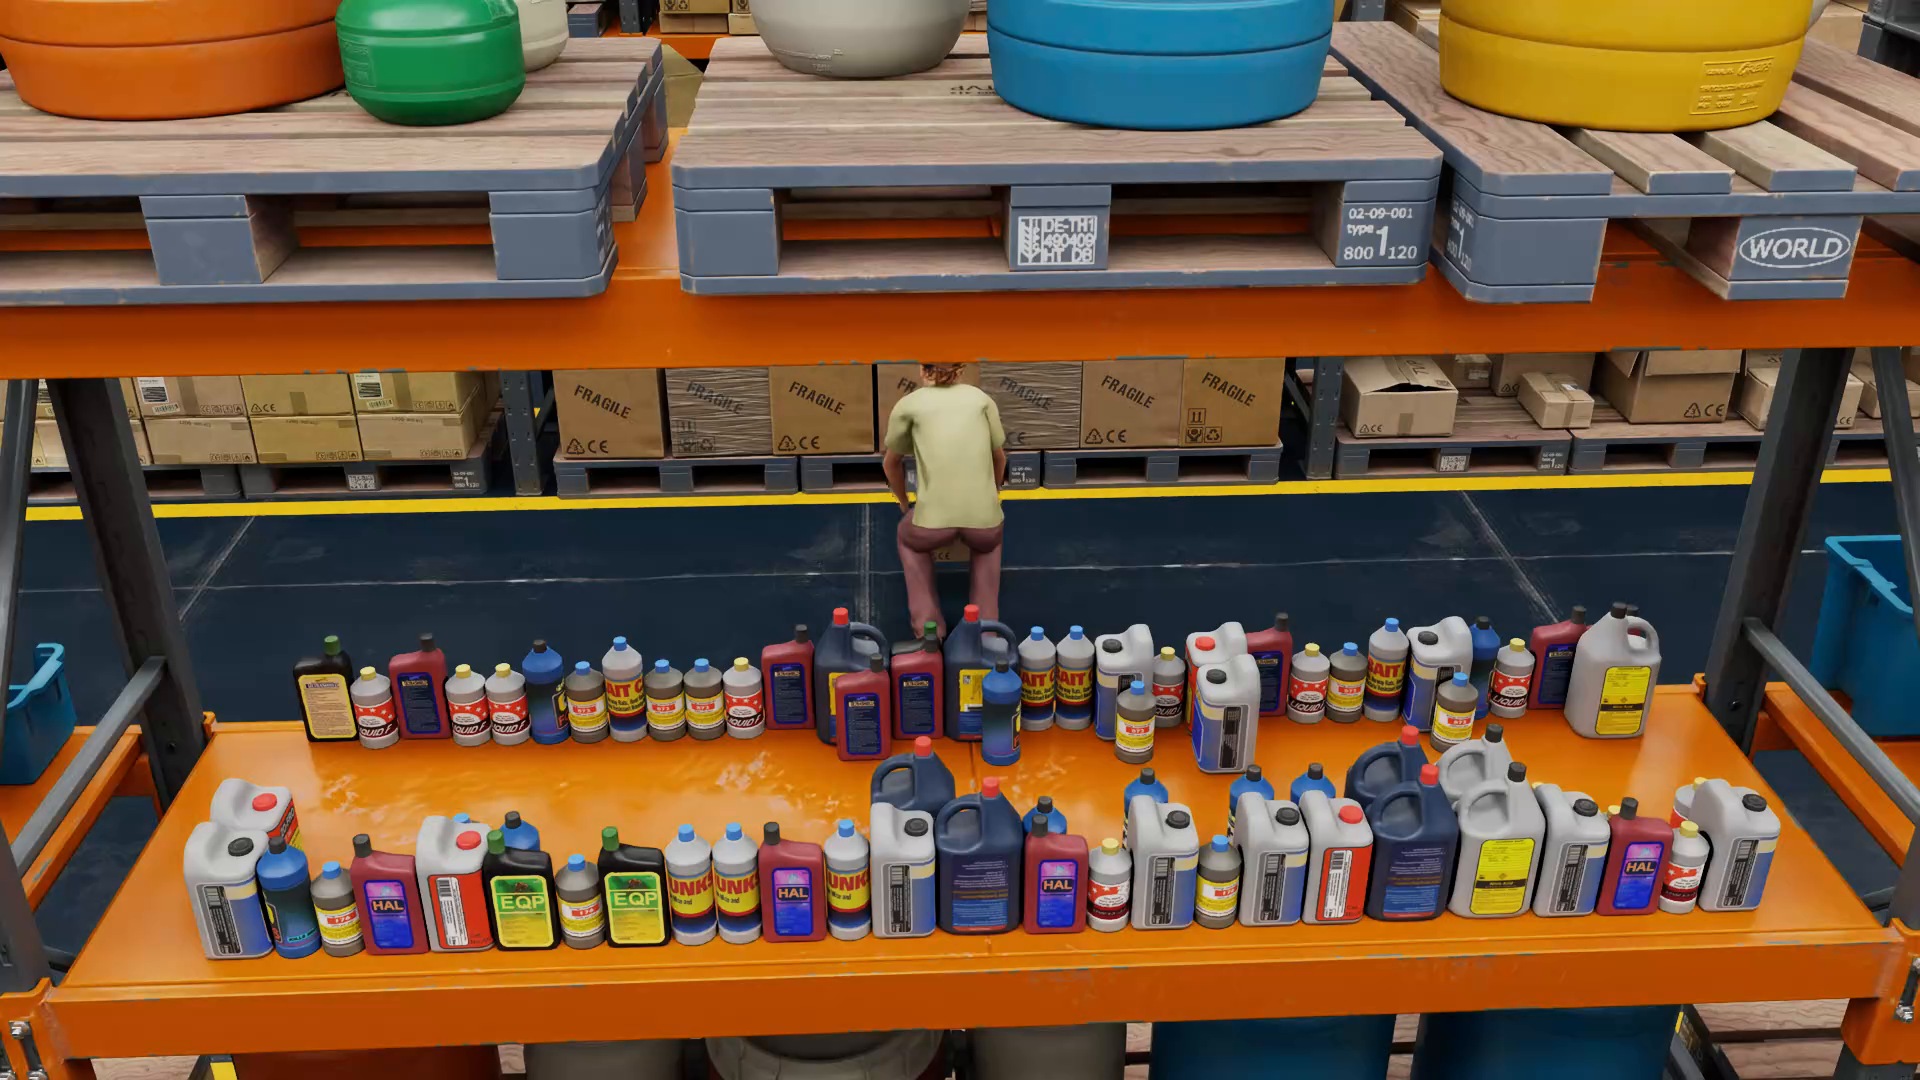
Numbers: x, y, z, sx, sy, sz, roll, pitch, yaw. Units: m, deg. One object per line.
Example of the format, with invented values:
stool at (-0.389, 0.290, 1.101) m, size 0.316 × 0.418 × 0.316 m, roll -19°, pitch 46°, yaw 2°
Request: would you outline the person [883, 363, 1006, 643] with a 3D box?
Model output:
person at (-0.059, -0.158, 6.857) m, size 0.512 × 1.278 × 0.693 m, roll -1°, pitch 28°, yaw -3°
